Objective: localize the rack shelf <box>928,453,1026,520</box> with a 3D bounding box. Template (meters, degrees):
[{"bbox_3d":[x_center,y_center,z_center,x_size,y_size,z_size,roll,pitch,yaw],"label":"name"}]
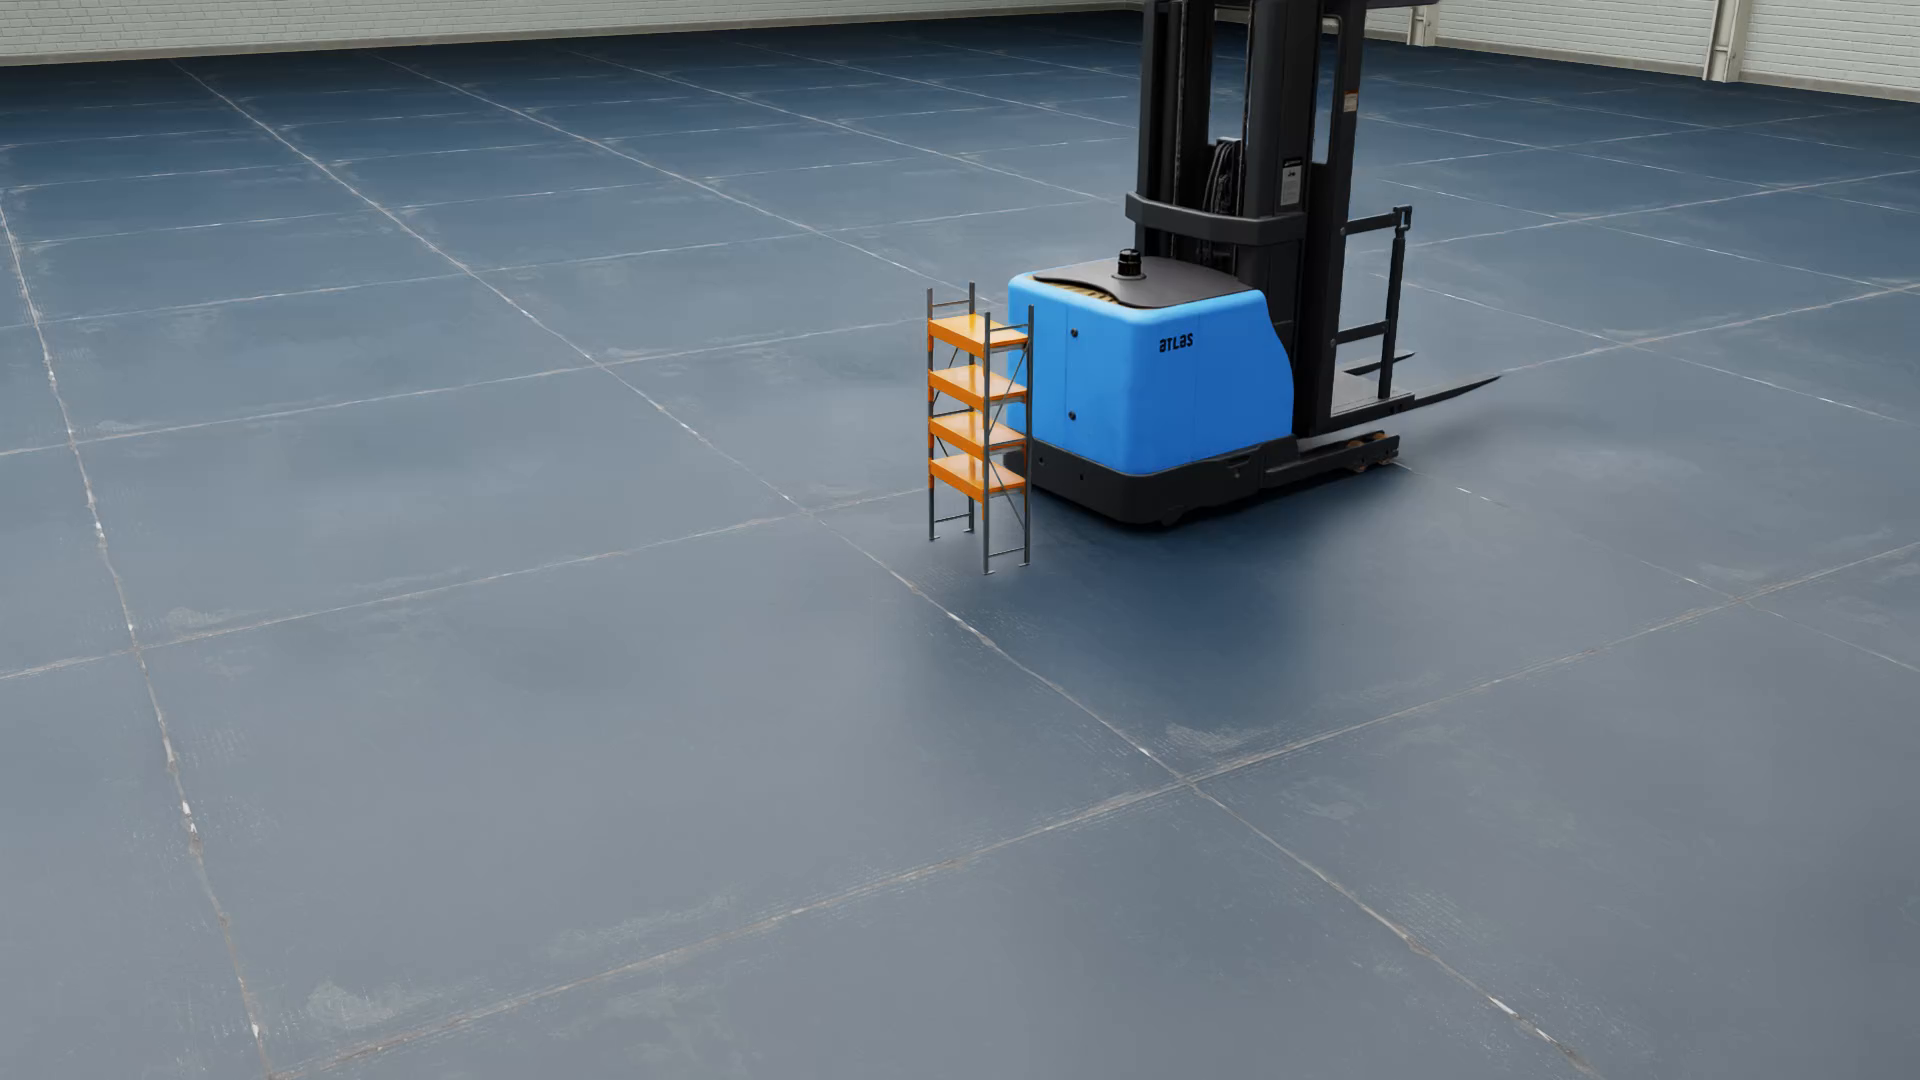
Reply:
[{"bbox_3d":[0.085,-0.256,7.554,0.258,0.148,0.480,-13,25,-28],"label":"rack shelf"}]

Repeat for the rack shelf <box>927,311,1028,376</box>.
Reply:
[{"bbox_3d":[0.085,-0.866,7.306,0.258,0.148,0.480,-13,25,-28],"label":"rack shelf"}]

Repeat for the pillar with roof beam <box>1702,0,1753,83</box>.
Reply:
[{"bbox_3d":[7.452,-10.077,20.652,9.100,9.000,0.400,-13,25,-28],"label":"pillar with roof beam"}]

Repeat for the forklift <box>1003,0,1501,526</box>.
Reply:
[{"bbox_3d":[1.700,-1.852,8.474,3.031,2.935,1.130,-16,27,-34],"label":"forklift"}]

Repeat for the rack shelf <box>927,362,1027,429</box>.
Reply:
[{"bbox_3d":[0.085,-0.647,7.395,0.258,0.148,0.480,-13,25,-28],"label":"rack shelf"}]

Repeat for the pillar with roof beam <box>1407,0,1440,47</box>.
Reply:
[{"bbox_3d":[4.387,-12.019,25.431,9.100,9.000,0.400,-13,25,-28],"label":"pillar with roof beam"}]

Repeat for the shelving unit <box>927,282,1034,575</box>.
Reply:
[{"bbox_3d":[0.085,-0.502,7.454,0.258,1.200,0.503,-13,25,-28],"label":"shelving unit"}]

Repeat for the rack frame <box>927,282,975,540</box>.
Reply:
[{"bbox_3d":[-0.040,-0.581,7.648,0.240,1.200,0.015,-13,25,-28],"label":"rack frame"}]

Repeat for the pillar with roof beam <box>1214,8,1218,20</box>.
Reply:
[{"bbox_3d":[1.322,-13.961,30.209,9.100,9.000,0.400,-13,25,-28],"label":"pillar with roof beam"}]

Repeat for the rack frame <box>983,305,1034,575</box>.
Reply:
[{"bbox_3d":[0.209,-0.423,7.259,0.240,1.200,0.015,-13,25,-28],"label":"rack frame"}]

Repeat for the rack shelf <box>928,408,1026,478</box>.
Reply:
[{"bbox_3d":[0.085,-0.440,7.479,0.258,0.148,0.480,-13,25,-28],"label":"rack shelf"}]
